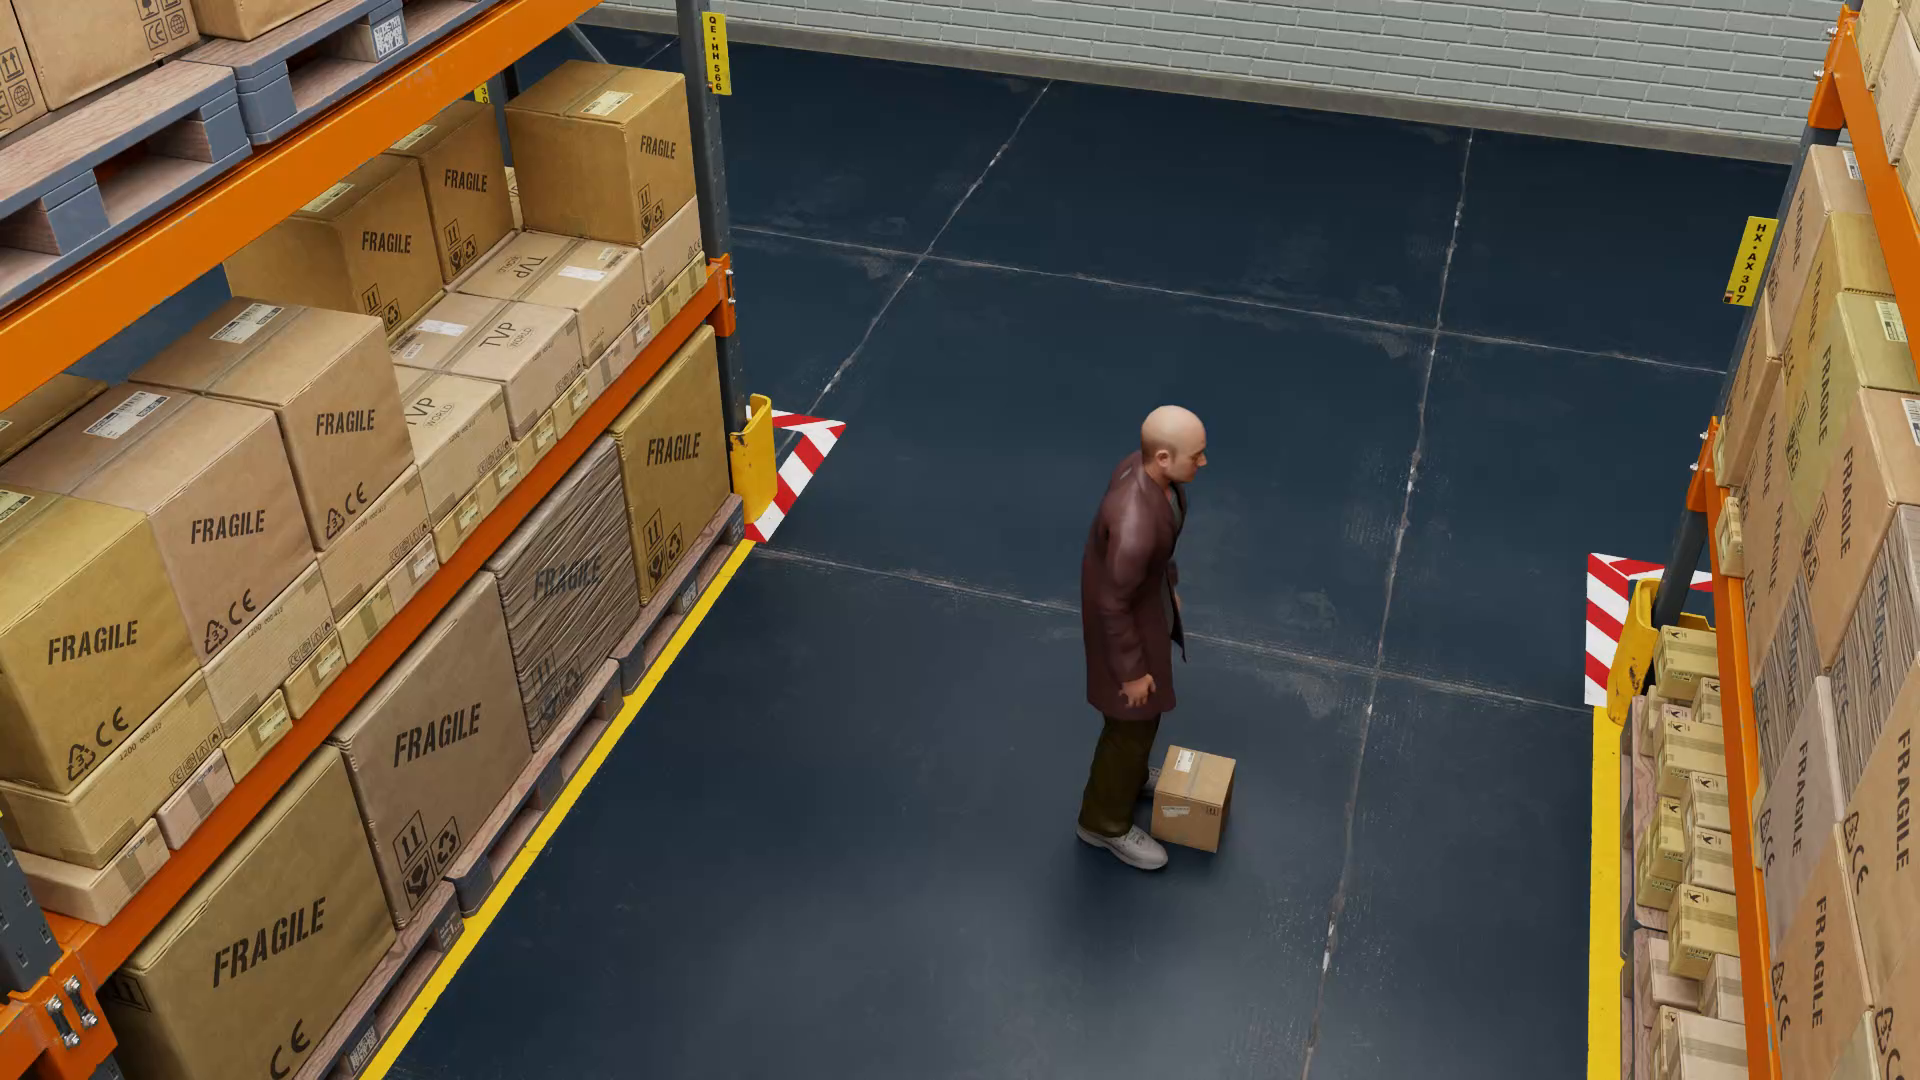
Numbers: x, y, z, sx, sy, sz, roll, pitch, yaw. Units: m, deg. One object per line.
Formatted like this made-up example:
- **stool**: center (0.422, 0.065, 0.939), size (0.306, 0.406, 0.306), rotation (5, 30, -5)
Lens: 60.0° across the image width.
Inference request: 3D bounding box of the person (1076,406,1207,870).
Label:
- **person**: center (0.625, 0.306, 5.748), size (0.423, 1.774, 0.643), rotation (11, 38, 14)
